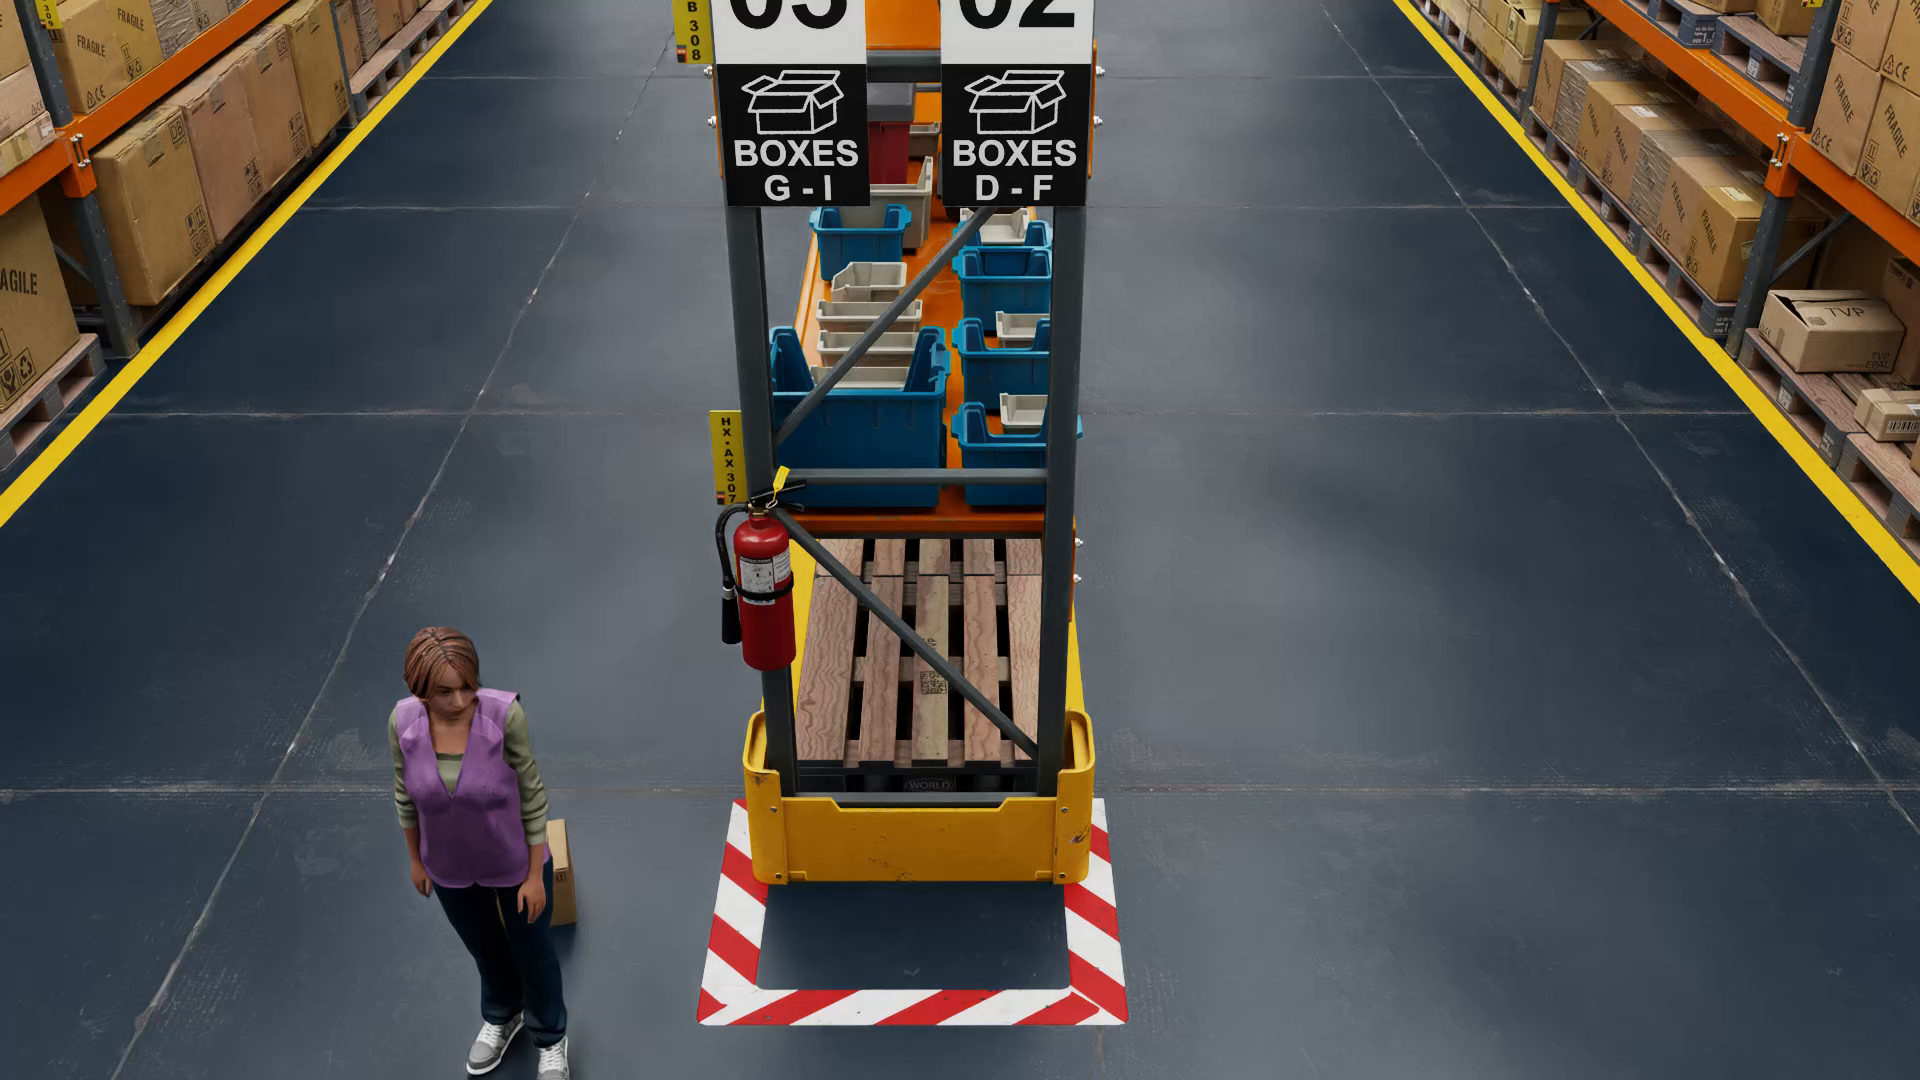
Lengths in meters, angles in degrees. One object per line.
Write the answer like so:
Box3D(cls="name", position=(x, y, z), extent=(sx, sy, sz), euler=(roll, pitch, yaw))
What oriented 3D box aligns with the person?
Box3D(cls="person", position=(-1.337, 0.905, 4.674), extent=(0.429, 1.613, 0.369), euler=(1, 32, 1))
